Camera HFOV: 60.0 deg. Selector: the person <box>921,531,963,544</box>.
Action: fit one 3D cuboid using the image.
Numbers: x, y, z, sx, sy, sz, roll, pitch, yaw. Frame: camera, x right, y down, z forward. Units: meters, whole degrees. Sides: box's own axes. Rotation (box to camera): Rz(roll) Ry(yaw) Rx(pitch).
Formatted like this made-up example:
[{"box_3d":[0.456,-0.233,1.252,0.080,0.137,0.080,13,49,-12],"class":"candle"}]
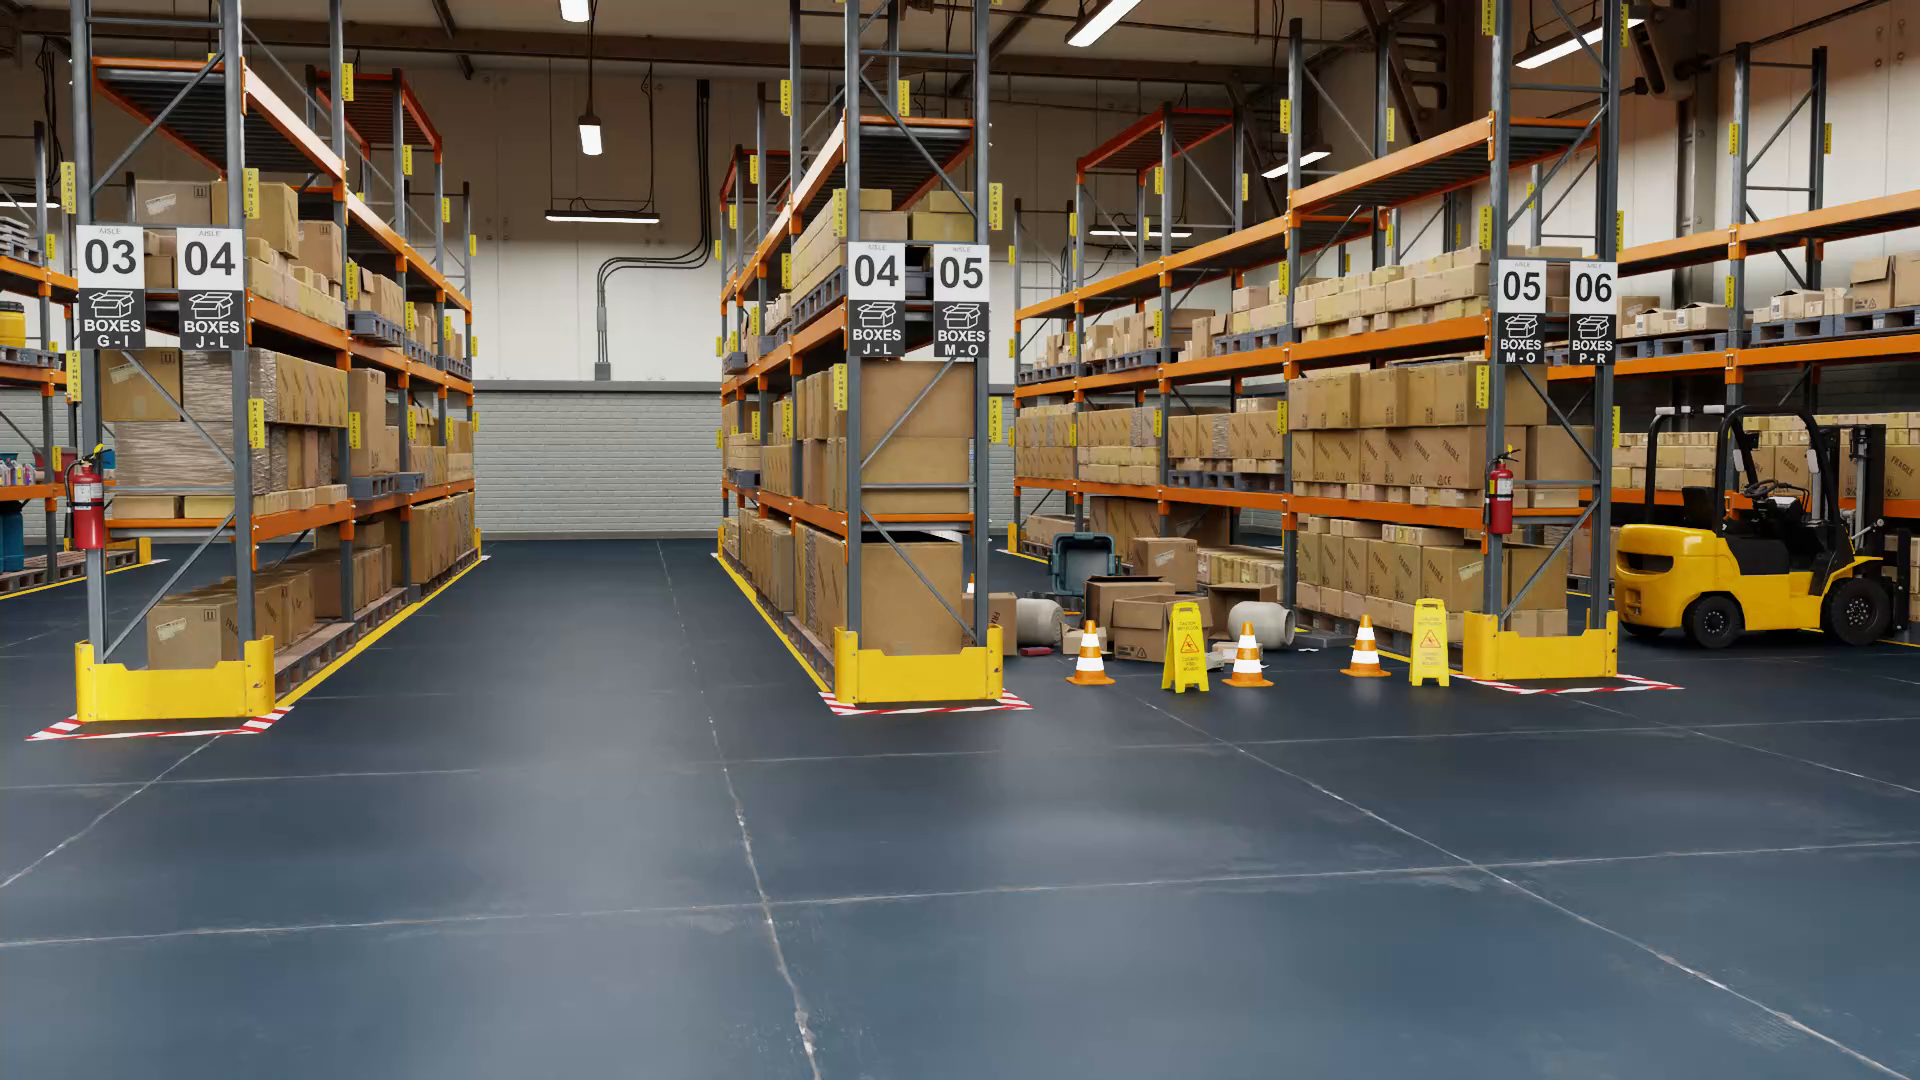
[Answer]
[{"box_3d":[-0.236,0.208,18.854,0.454,1.065,0.921,-1,3,-15],"class":"person"}]
